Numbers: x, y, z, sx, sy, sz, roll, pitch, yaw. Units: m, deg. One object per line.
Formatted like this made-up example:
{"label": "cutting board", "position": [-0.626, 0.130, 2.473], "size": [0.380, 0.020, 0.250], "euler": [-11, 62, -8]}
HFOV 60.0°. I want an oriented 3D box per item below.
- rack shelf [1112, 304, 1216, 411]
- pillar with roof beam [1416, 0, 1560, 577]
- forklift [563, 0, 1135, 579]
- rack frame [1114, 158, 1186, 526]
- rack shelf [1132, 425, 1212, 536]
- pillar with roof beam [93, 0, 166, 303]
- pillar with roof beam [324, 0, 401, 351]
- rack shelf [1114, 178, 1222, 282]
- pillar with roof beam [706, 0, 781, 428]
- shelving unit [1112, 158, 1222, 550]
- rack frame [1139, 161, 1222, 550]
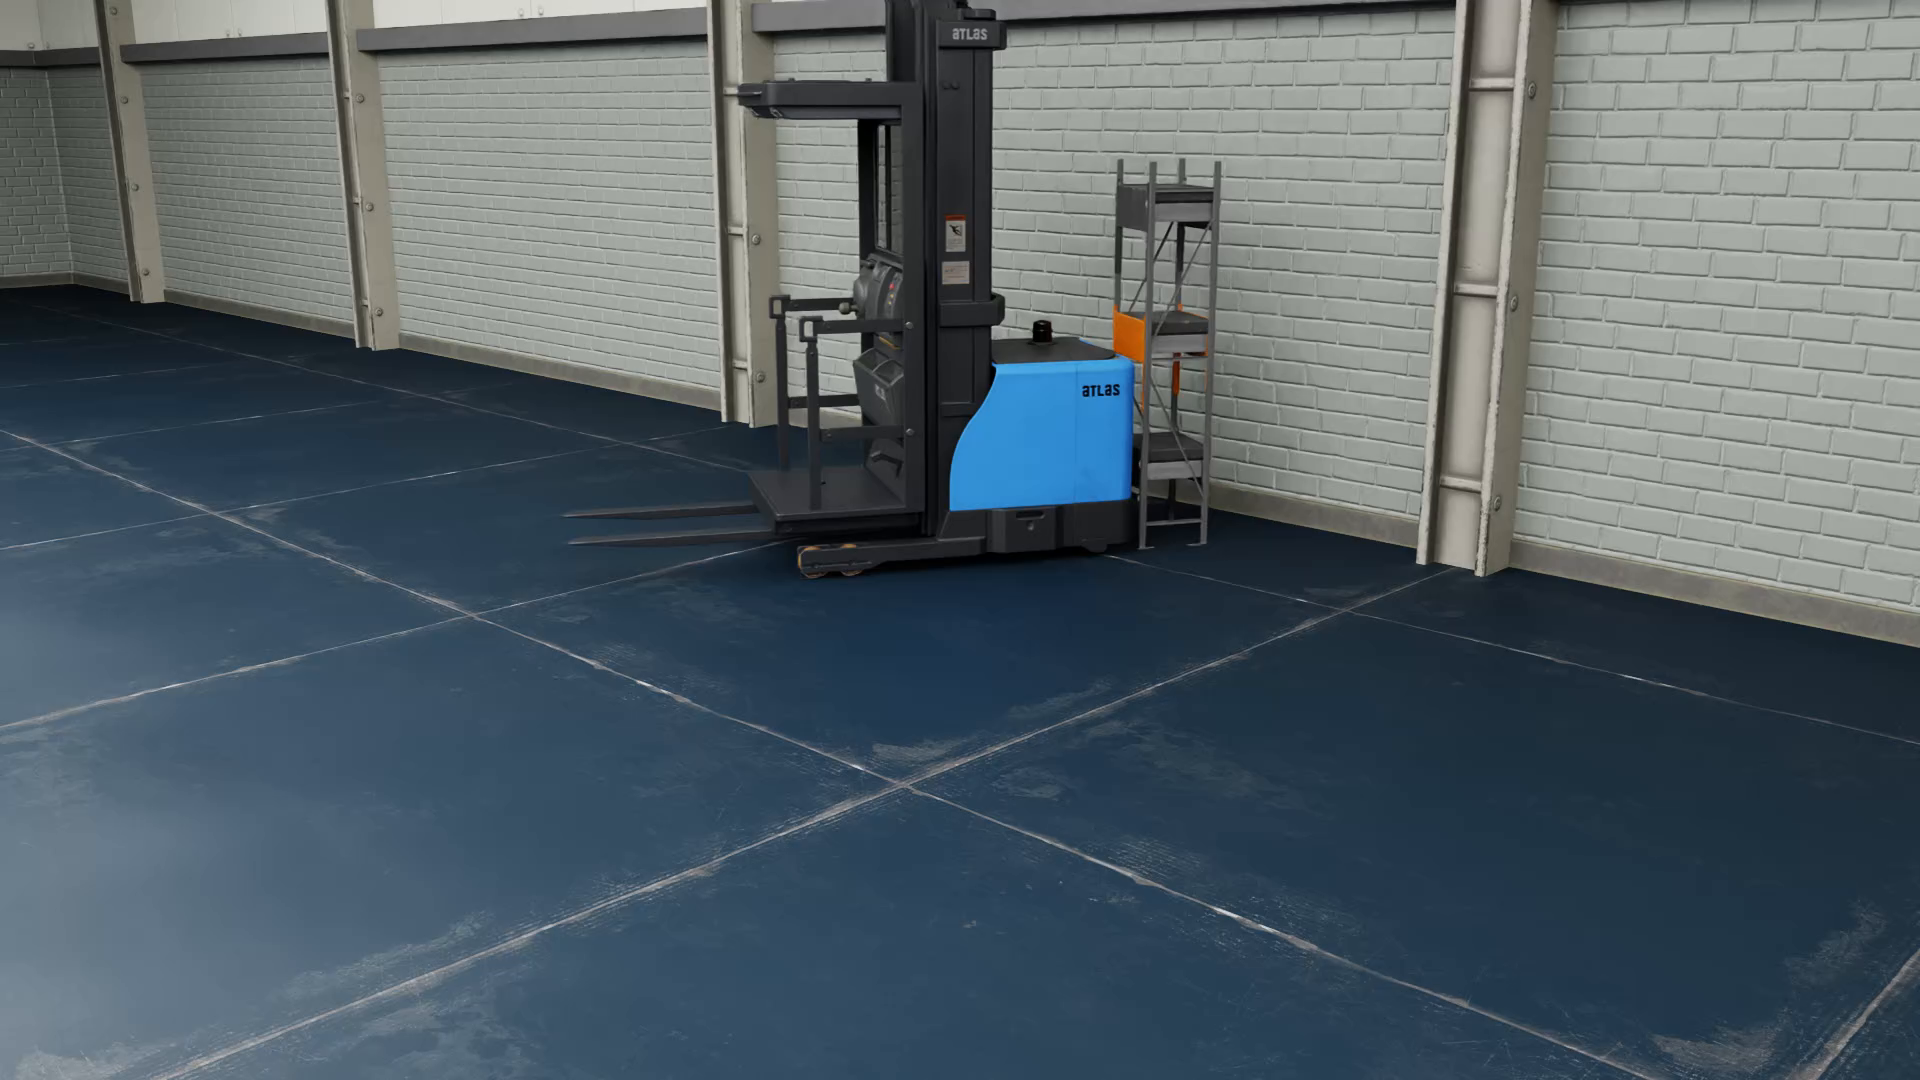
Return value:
{"label": "rack shelf", "position": [1.125, -1.022, 9.245], "size": [0.431, 0.518, 0.480], "euler": [-4, 15, -15]}
{"label": "pillar with roof beam", "position": [-0.285, -3.443, 4.800], "size": [0.400, 9.000, 9.100], "euler": [14, 20, 42]}
{"label": "forklift", "position": [-0.621, -1.365, 8.858], "size": [3.031, 2.935, 1.130], "euler": [-4, 15, -15]}
{"label": "rack frame", "position": [1.061, -1.095, 9.469], "size": [0.400, 2.100, 0.015], "euler": [-4, 15, -15]}
{"label": "rack shelf", "position": [1.125, -0.345, 9.421], "size": [0.431, 0.518, 0.480], "euler": [-4, 15, -15]}
{"label": "pillar with roof beam", "position": [-13.242, -6.594, 16.890], "size": [0.400, 9.000, 9.100], "euler": [14, 20, 42]}
{"label": "pillar with roof beam", "position": [-8.923, -5.544, 12.860], "size": [0.400, 9.000, 9.100], "euler": [14, 20, 42]}
{"label": "rack shelf", "position": [1.125, -1.700, 9.068], "size": [0.431, 0.518, 0.480], "euler": [-4, 15, -15]}
{"label": "pillar with roof beam", "position": [-4.604, -4.493, 8.830], "size": [0.400, 9.000, 9.100], "euler": [14, 20, 42]}
{"label": "shelving unit", "position": [1.125, -1.035, 9.241], "size": [0.431, 2.100, 0.503], "euler": [-4, 15, -15]}
{"label": "rack frame", "position": [1.188, -0.976, 9.013], "size": [0.400, 2.100, 0.015], "euler": [-4, 15, -15]}
